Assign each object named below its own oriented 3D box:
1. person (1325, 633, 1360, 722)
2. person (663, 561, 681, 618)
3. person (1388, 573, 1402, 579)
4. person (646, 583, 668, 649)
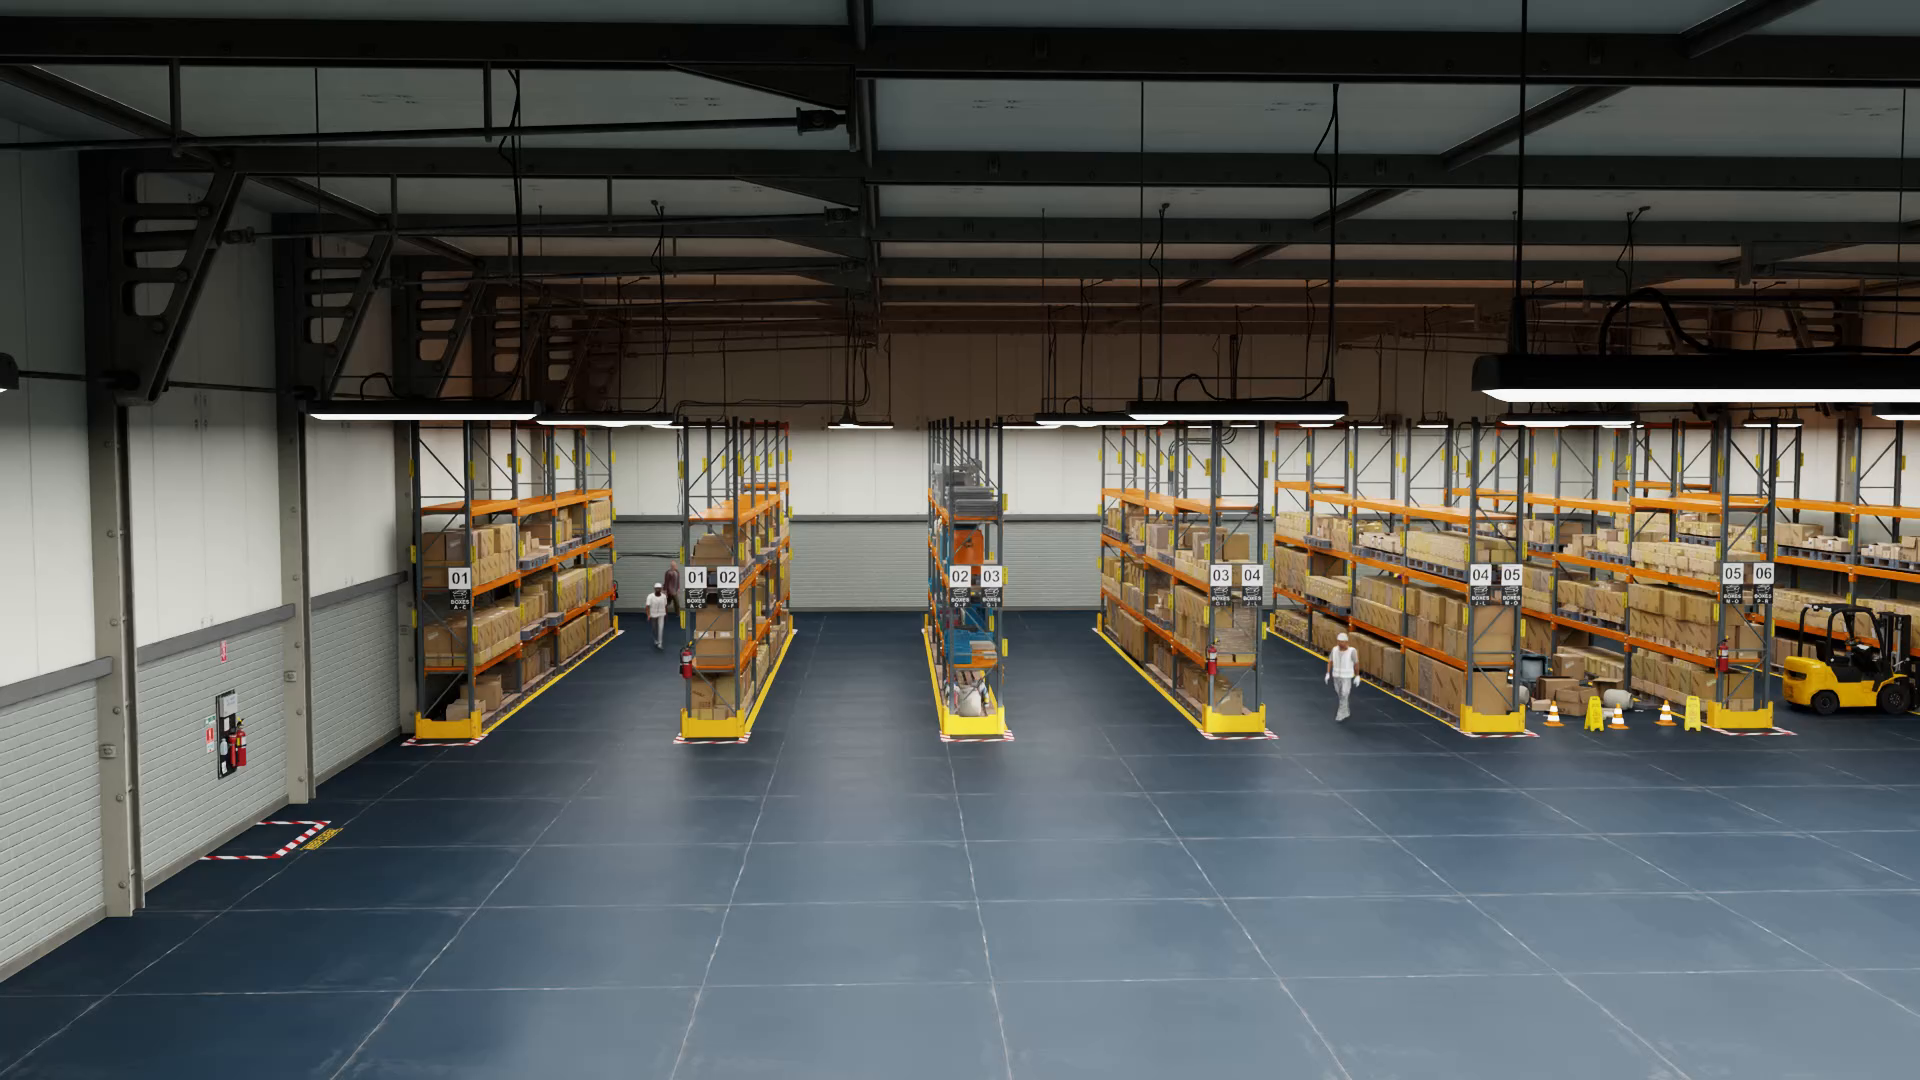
[{"bbox_3d":[7.503,2.695,32.785,0.586,1.718,1.061,3,5,40],"label":"person"},{"bbox_3d":[-8.907,1.517,51.261,1.166,1.725,0.574,1,4,22],"label":"person"},{"bbox_3d":[13.355,1.530,51.004,1.019,1.729,0.562,-2,4,-25],"label":"person"},{"bbox_3d":[-8.020,1.994,43.954,0.552,1.715,1.093,0,4,-6],"label":"person"}]
